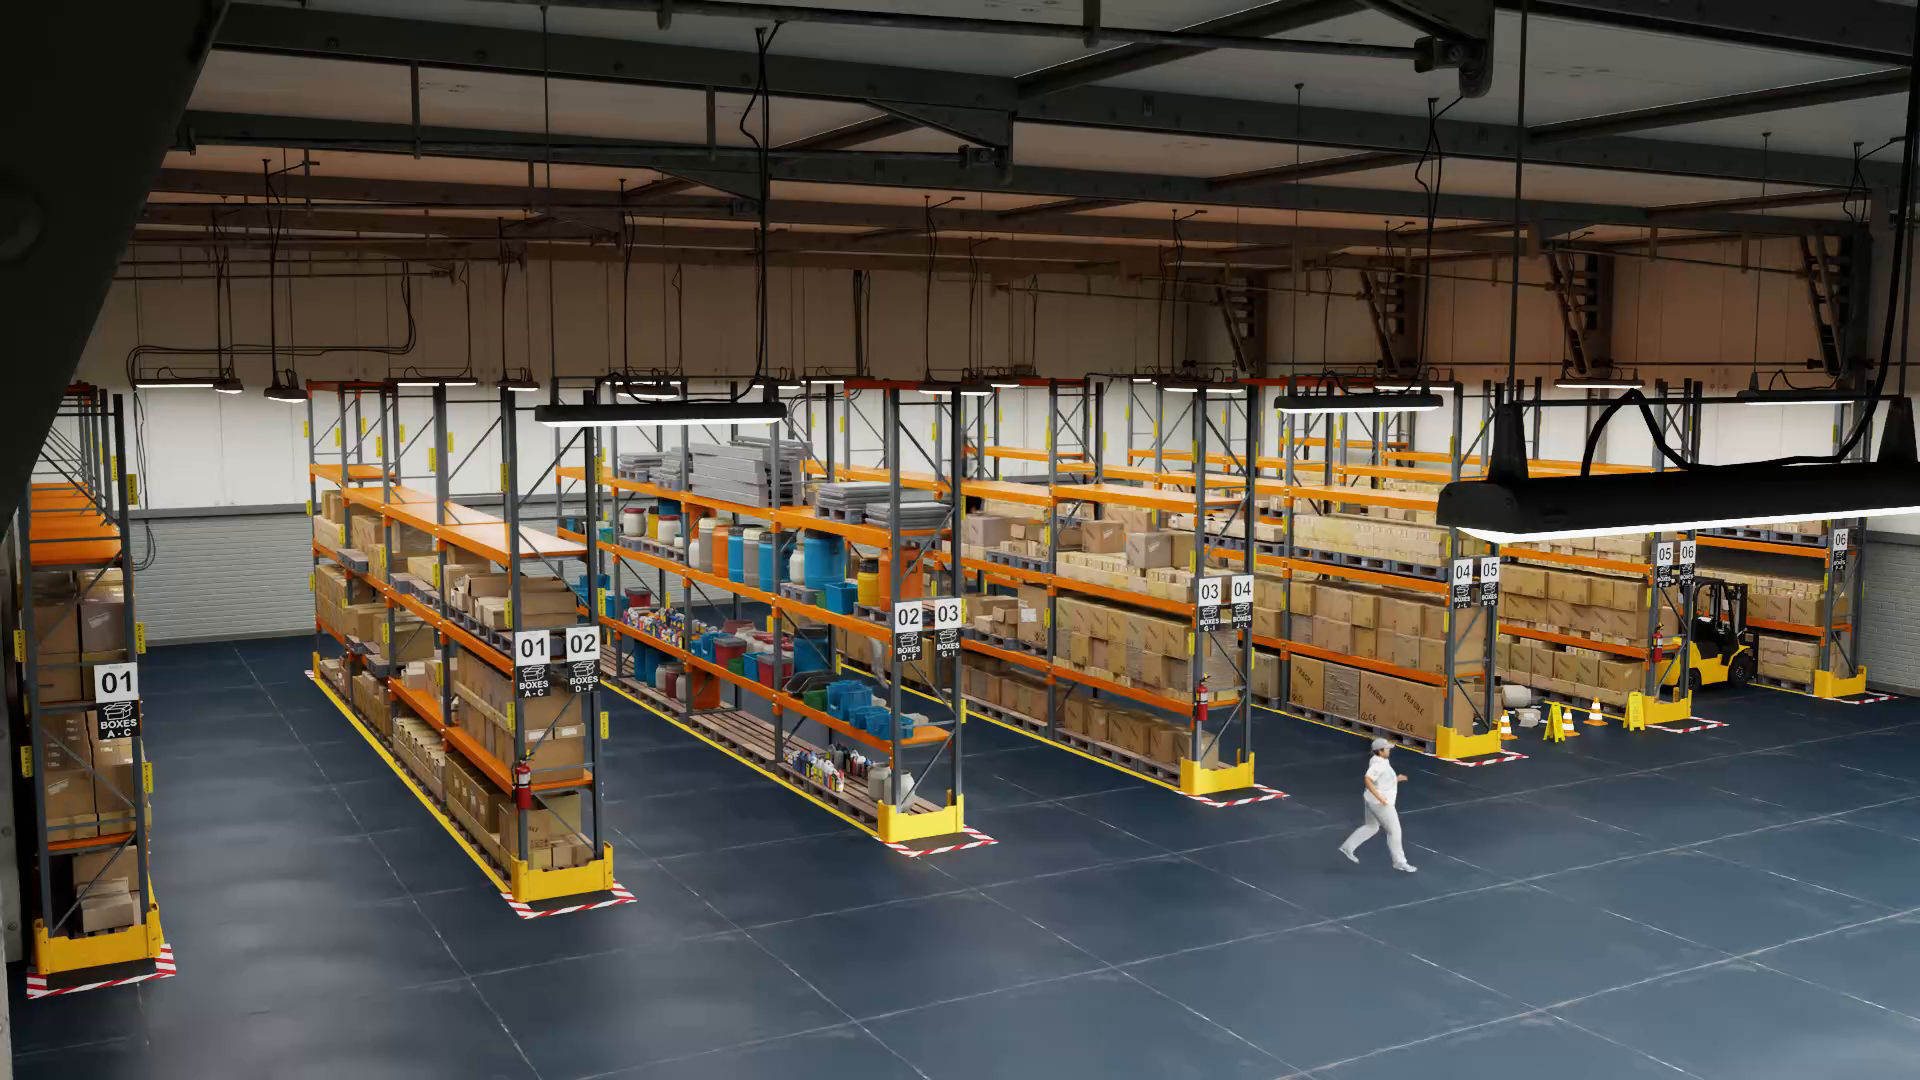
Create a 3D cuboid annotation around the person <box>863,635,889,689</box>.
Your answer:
[{"bbox_3d":[-1.505,1.826,31.361,0.634,1.862,0.844,-4,7,-36],"label":"person"}]

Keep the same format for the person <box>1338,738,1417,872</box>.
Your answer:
[{"bbox_3d":[5.231,3.286,20.710,0.921,1.662,0.603,0,6,2],"label":"person"}]

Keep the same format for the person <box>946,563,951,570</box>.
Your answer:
[{"bbox_3d":[-0.228,1.118,41.614,0.526,1.602,0.636,-5,8,-41],"label":"person"}]
